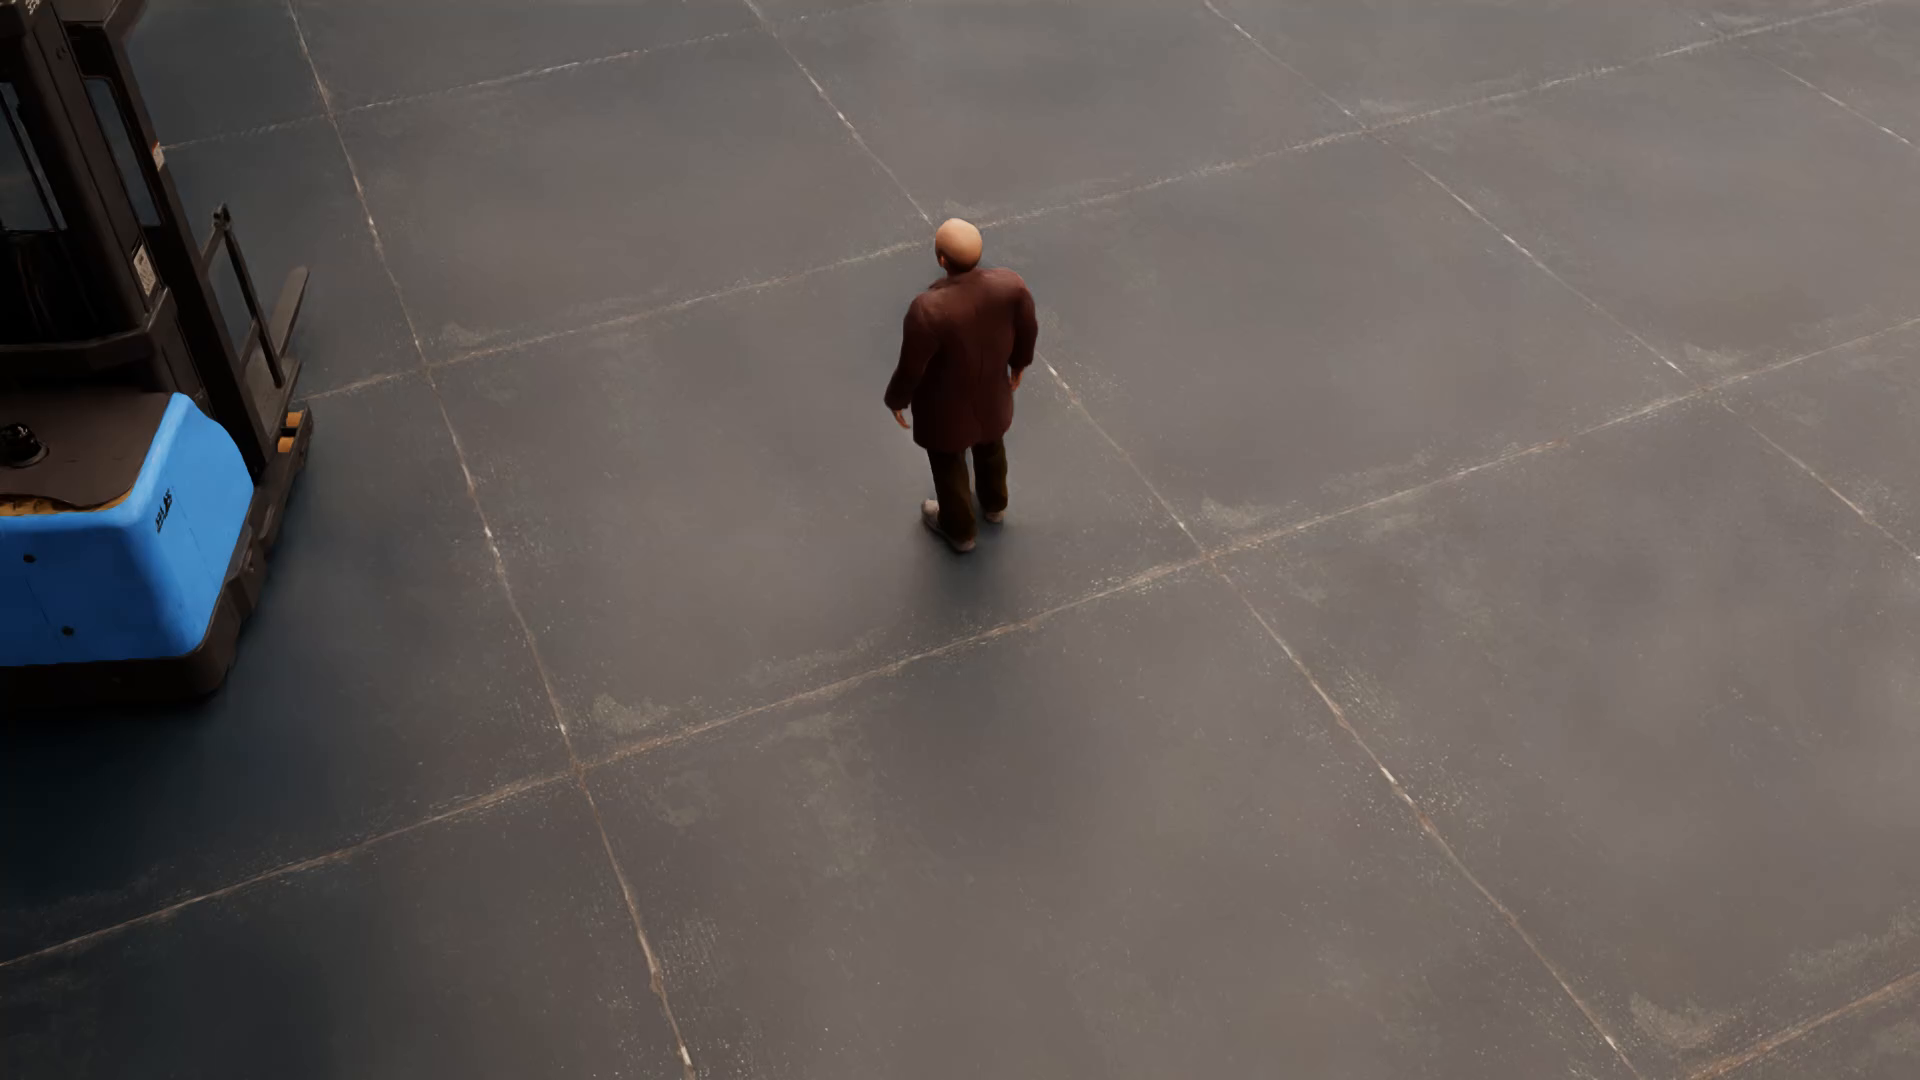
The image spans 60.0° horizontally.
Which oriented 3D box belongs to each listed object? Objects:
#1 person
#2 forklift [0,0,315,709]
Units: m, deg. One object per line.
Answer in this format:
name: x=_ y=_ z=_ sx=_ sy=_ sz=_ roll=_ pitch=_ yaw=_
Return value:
person: x=-0.034 y=-0.713 z=7.279 sx=0.694 sy=1.776 sz=0.580 roll=-18 pitch=46 yaw=-18
forklift: x=-3.782 y=-1.360 z=7.138 sx=1.130 sy=2.935 sz=3.031 roll=-3 pitch=43 yaw=-4
